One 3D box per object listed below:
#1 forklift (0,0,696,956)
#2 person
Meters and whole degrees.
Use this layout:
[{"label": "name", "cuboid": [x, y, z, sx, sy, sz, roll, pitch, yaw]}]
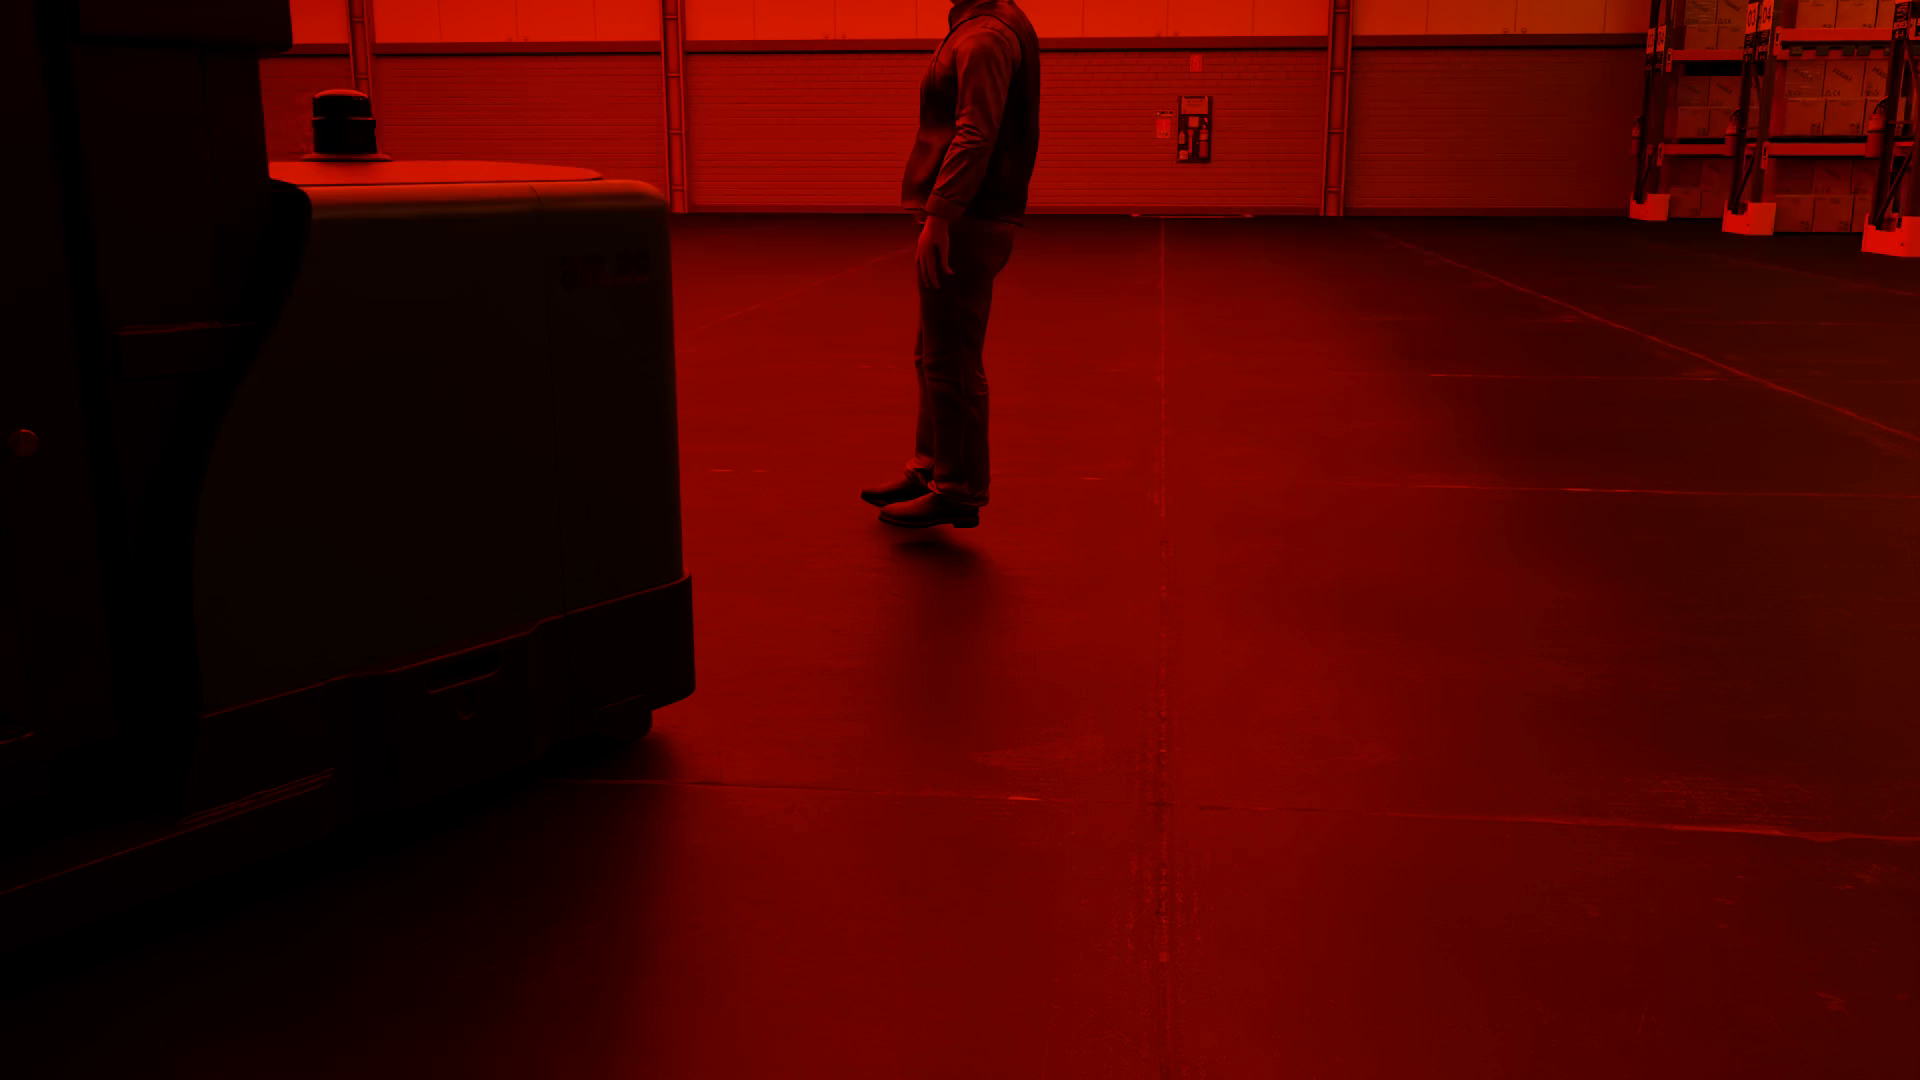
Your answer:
[{"label": "forklift", "cuboid": [-1.807, -0.852, 2.154, 1.130, 2.935, 3.031, 9, 16, 35]}, {"label": "person", "cuboid": [-0.060, -0.888, 4.755, 0.568, 1.720, 0.631, 2, 13, 7]}]
